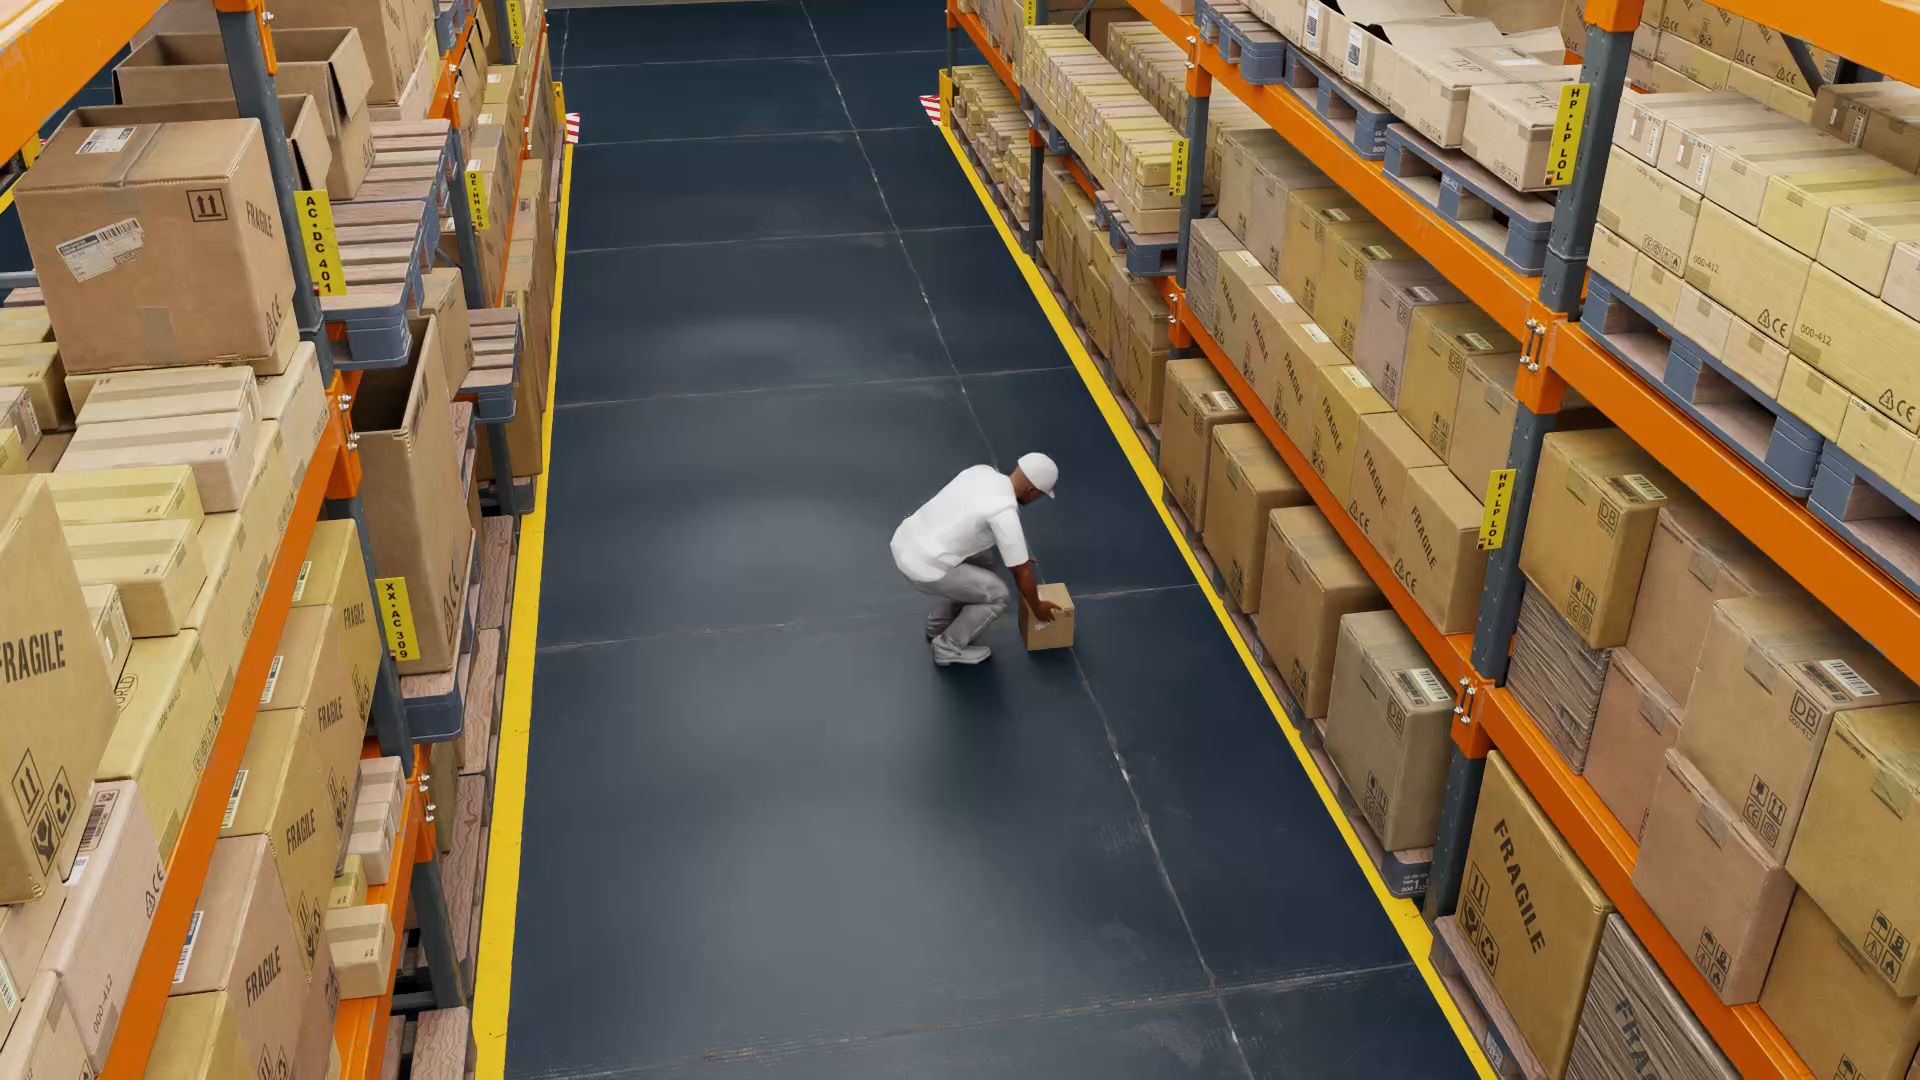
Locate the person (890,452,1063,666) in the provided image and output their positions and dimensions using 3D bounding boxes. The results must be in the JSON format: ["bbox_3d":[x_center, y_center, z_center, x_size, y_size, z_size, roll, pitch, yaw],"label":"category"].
[{"bbox_3d":[0.076,0.067,8.673,0.875,1.087,0.602,-5,31,-9],"label":"person"}]
